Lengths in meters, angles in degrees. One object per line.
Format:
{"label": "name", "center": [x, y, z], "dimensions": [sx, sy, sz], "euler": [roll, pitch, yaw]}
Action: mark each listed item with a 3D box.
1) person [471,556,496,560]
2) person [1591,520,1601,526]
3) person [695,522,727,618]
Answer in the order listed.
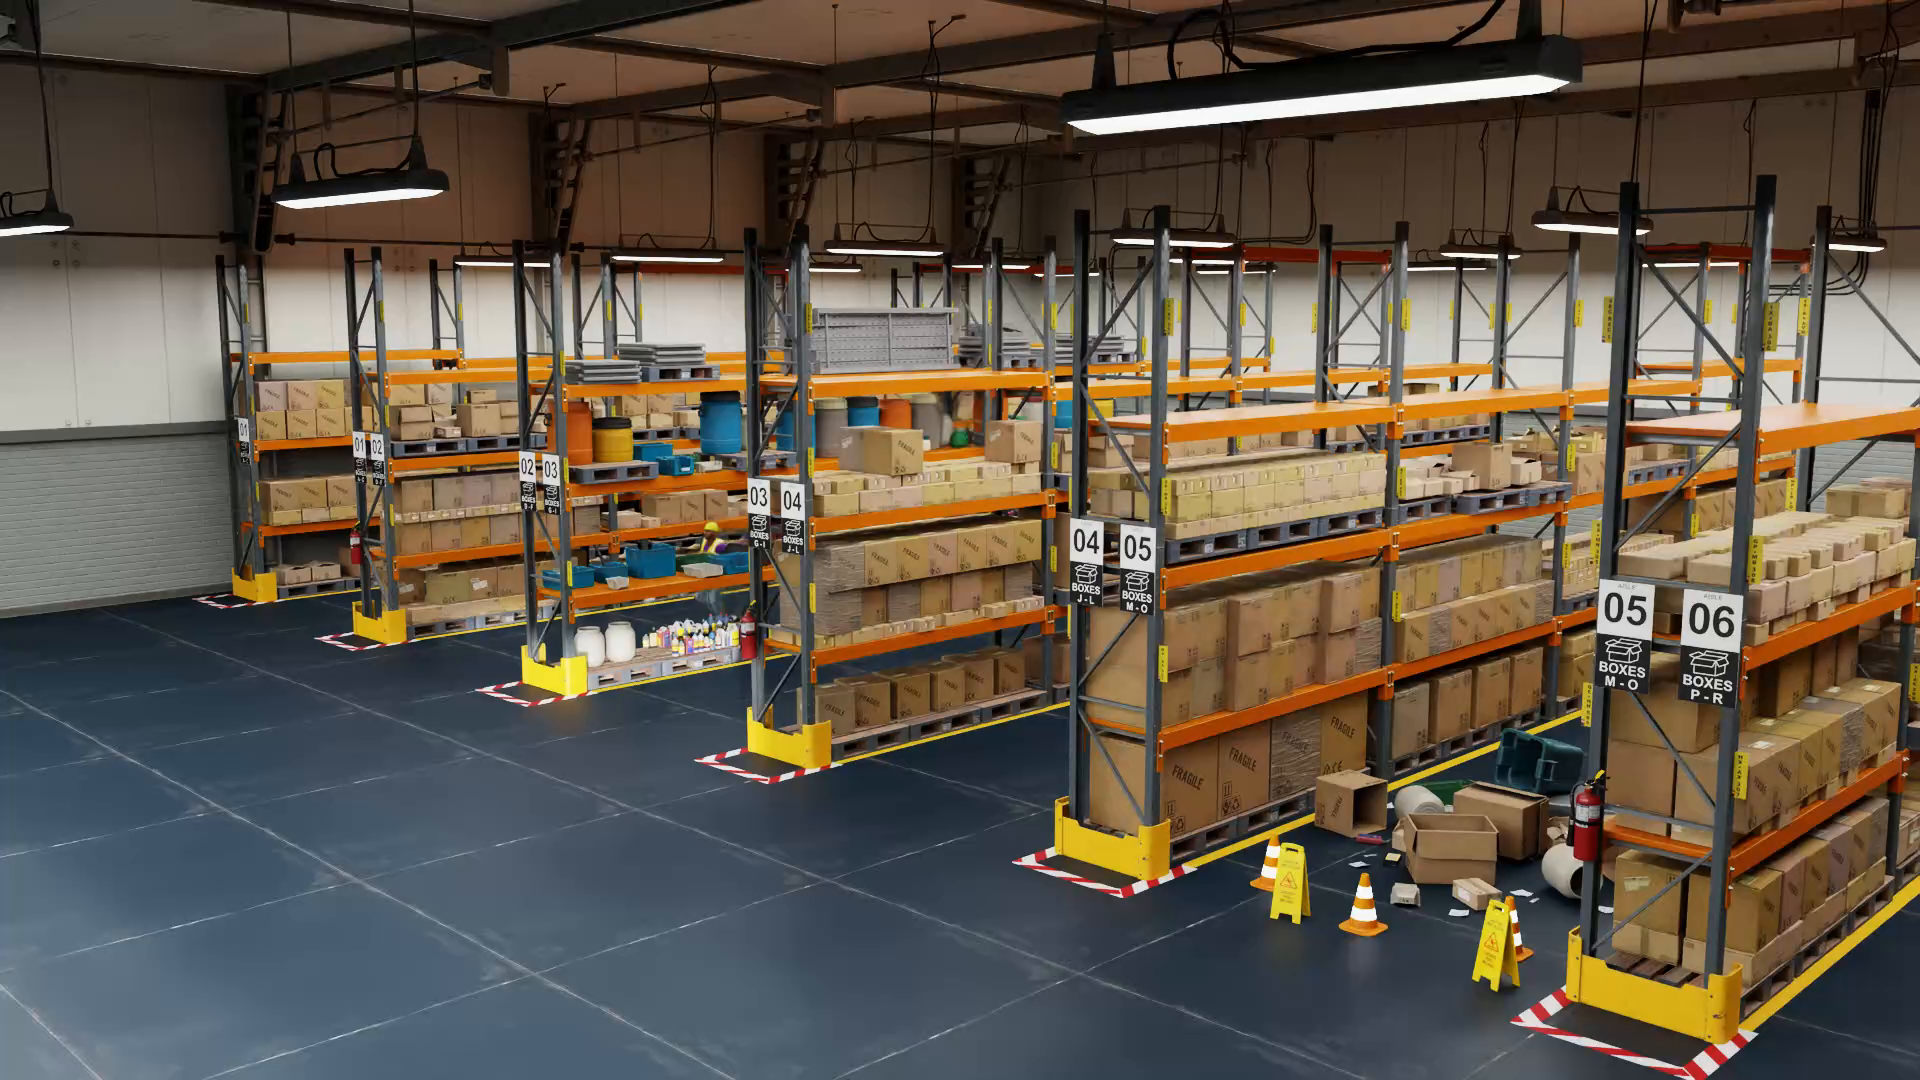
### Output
{"label": "person", "center": [-8.601, 0.225, 29.756], "dimensions": [0.636, 1.481, 0.858], "euler": [2, 8, 17]}
{"label": "person", "center": [10.231, 0.534, 26.727], "dimensions": [0.625, 1.747, 0.657], "euler": [-8, 11, -43]}
{"label": "person", "center": [-3.961, 0.560, 26.447], "dimensions": [0.696, 1.711, 0.622], "euler": [7, 11, 40]}
